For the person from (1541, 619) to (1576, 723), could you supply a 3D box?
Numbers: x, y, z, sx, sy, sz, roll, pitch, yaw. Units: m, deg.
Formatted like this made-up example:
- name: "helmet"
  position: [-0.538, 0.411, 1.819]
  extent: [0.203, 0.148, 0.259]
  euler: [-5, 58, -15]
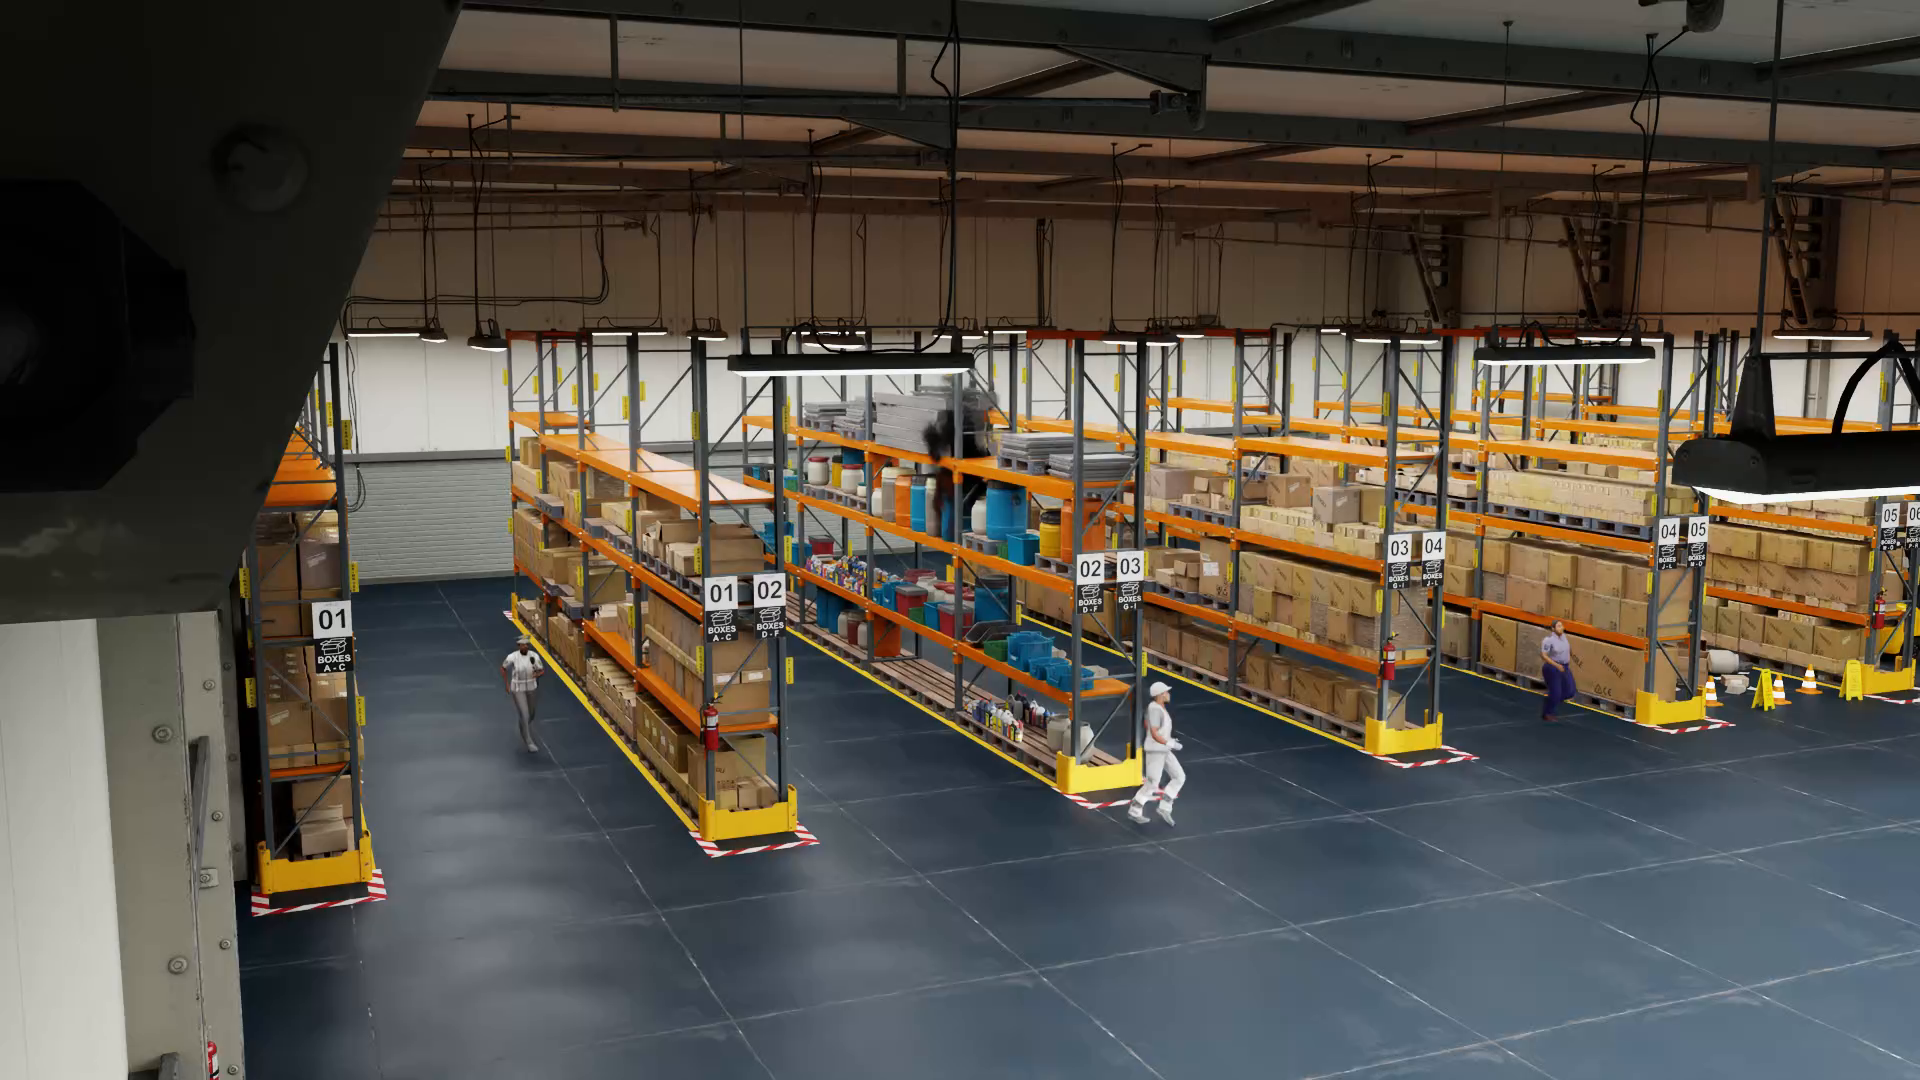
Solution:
- name: "person"
  position: [9.294, 2.037, 25.859]
  extent: [0.596, 1.603, 0.507]
  euler: [-5, 9, -32]

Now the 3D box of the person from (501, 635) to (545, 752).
- name: "person"
  position: [-6.363, 2.184, 24.271]
  extent: [0.576, 1.678, 0.911]
  euler: [-5, 9, -32]

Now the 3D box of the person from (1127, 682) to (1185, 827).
- name: "person"
  position: [2.473, 2.654, 20.730]
  extent: [0.675, 1.781, 0.711]
  euler: [2, 8, 16]
